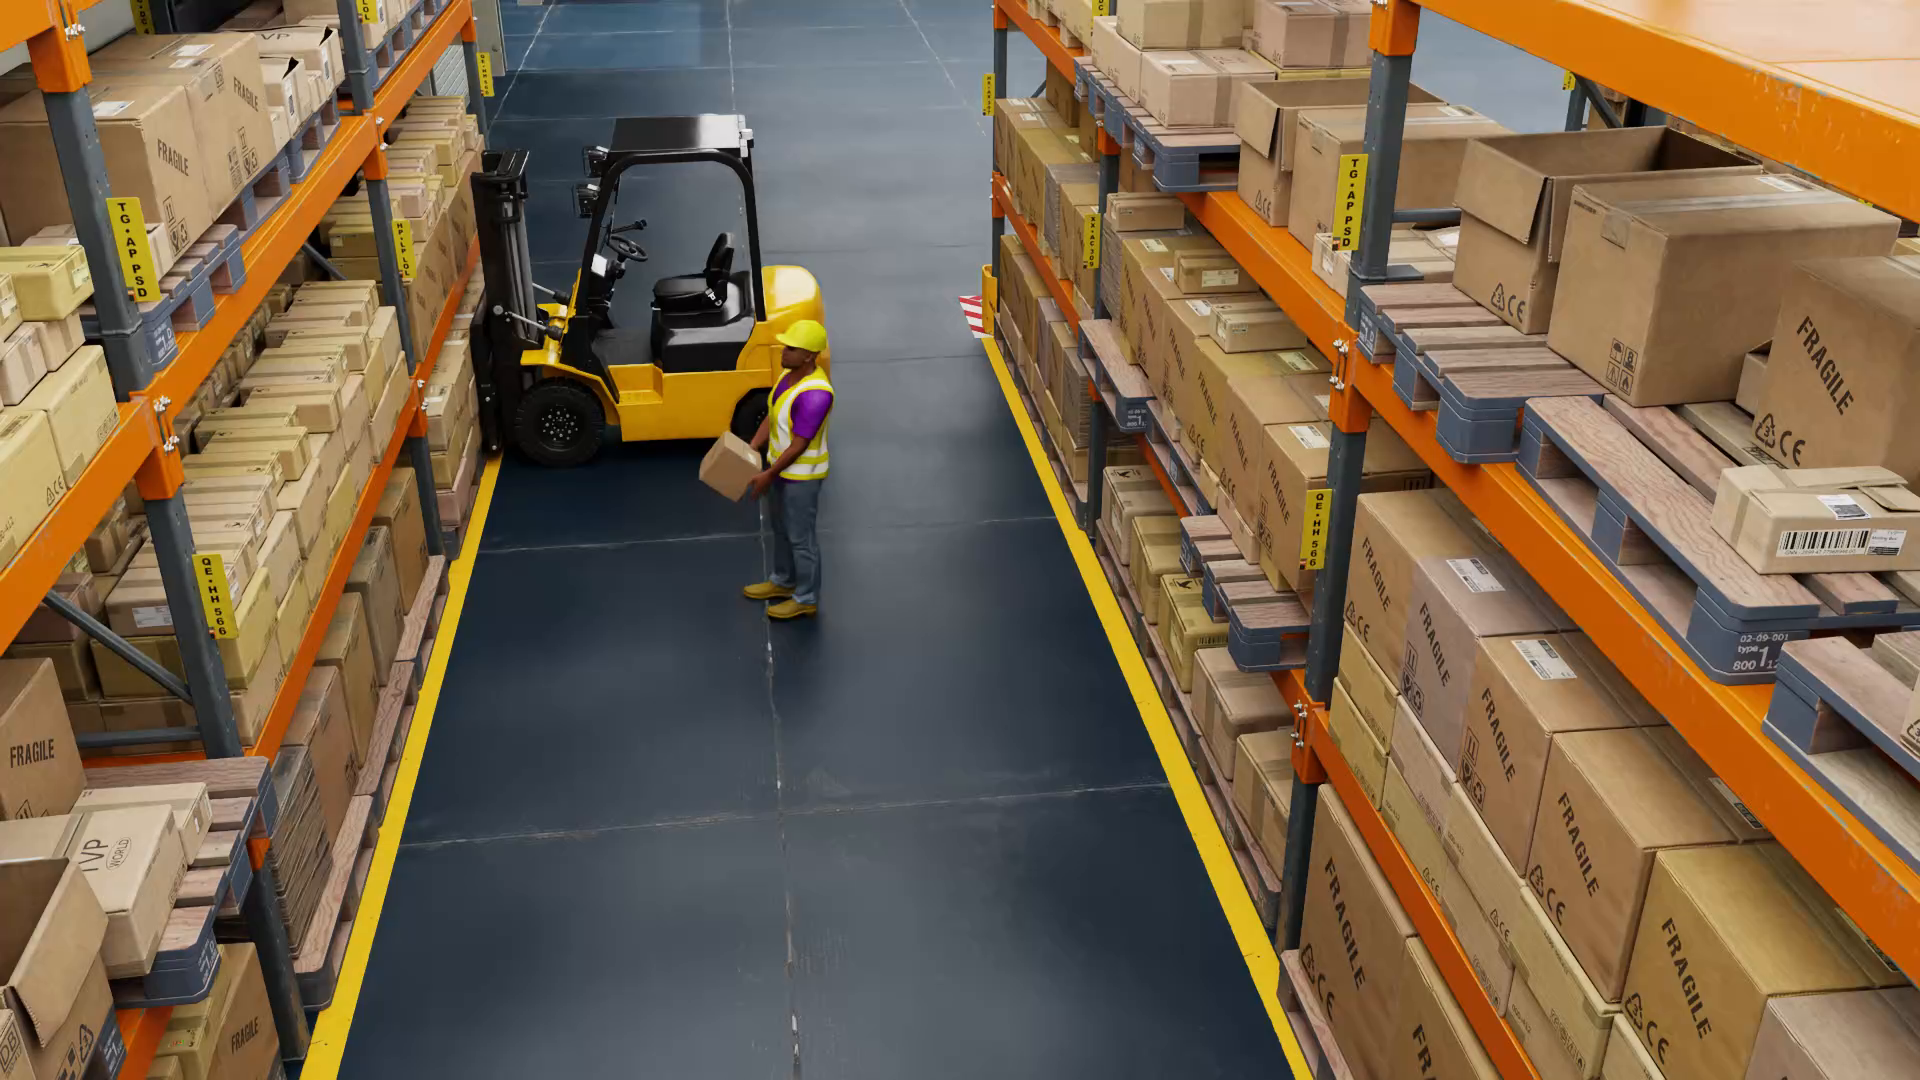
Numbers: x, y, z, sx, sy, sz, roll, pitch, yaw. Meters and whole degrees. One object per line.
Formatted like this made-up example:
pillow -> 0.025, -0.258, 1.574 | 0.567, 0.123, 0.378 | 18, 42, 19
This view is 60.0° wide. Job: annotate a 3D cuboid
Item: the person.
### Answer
person -> -0.983, -0.388, 9.346 | 0.538, 1.772, 0.573 | -10, 29, -19
